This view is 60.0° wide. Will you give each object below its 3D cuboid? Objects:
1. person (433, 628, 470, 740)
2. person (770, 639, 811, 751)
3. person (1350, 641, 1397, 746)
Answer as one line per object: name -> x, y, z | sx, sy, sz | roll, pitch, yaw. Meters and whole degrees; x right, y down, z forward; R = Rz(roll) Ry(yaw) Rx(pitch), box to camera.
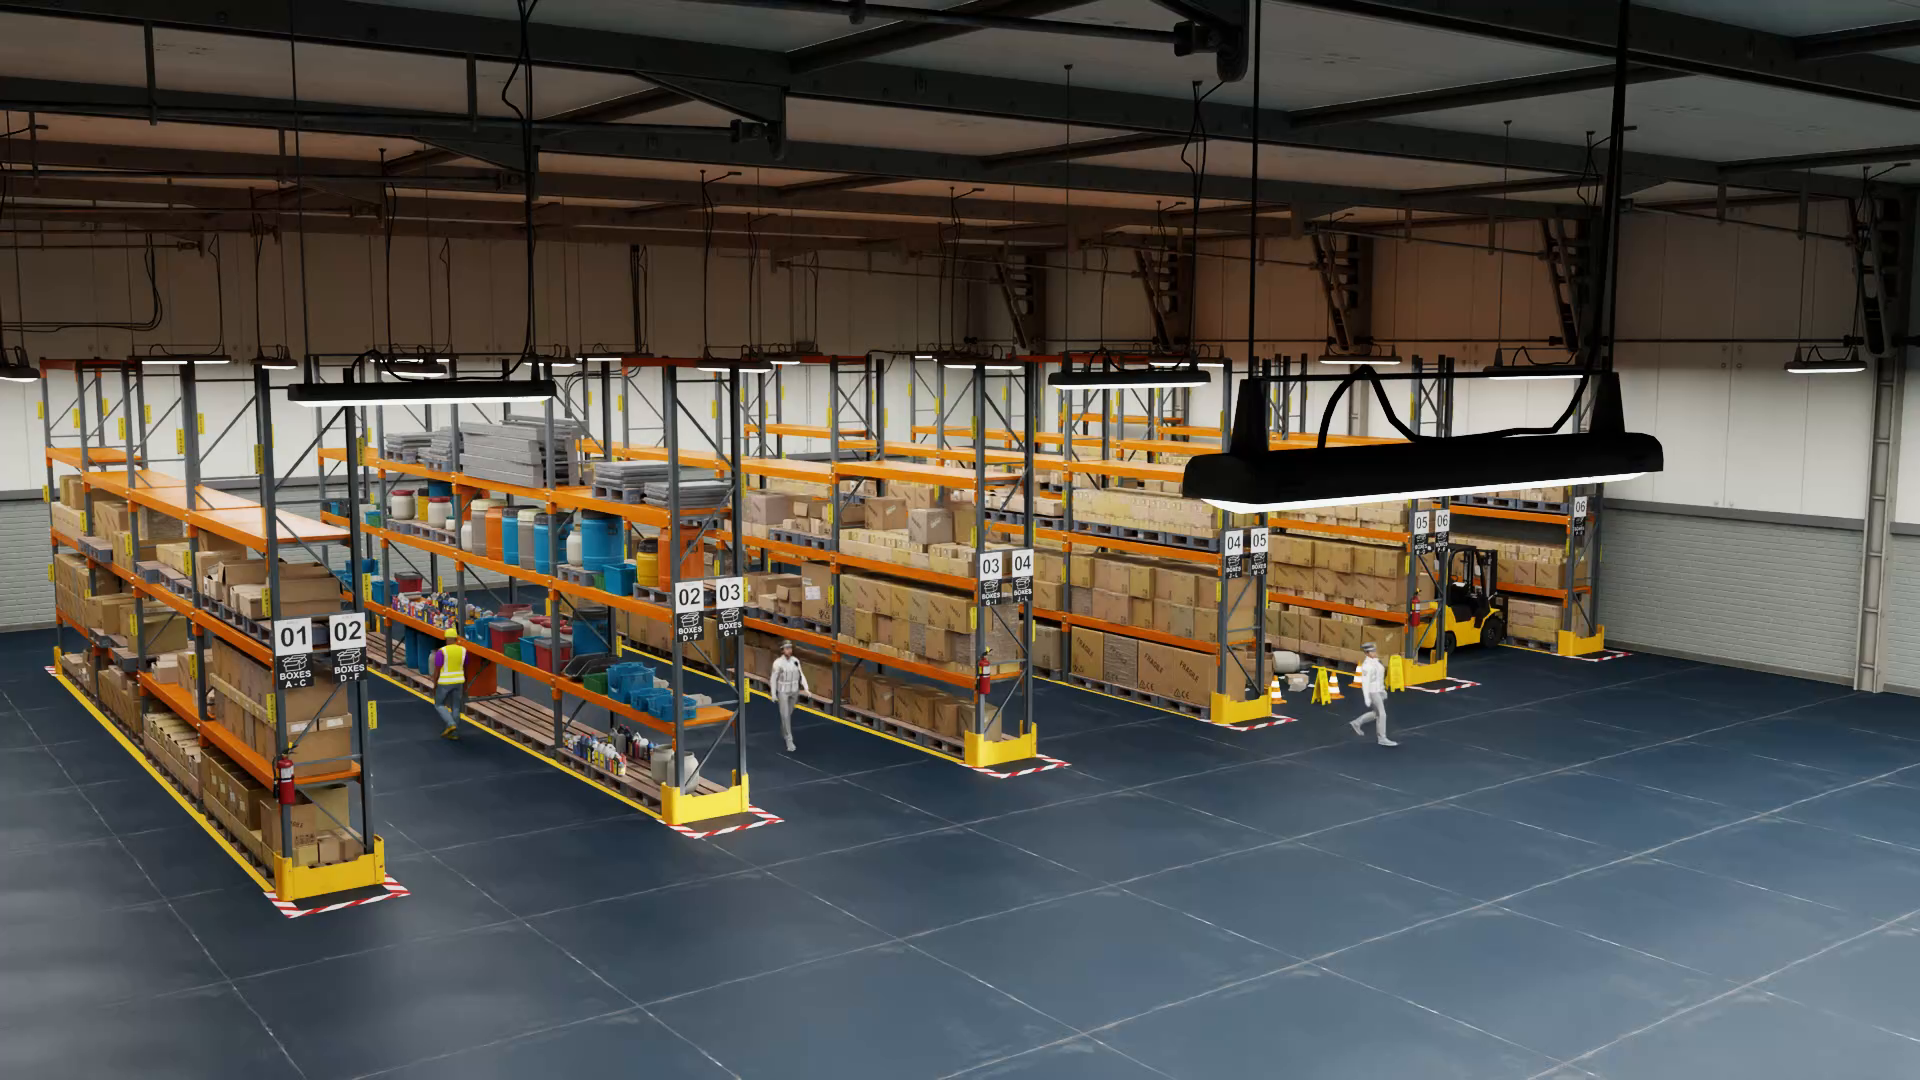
person -> -8.059, 2.286, 26.378 | 0.613, 1.760, 0.516 | -6, 9, -41
person -> -2.657, 2.374, 26.006 | 0.575, 1.654, 0.953 | -3, 8, -26
person -> 6.481, 2.388, 26.020 | 0.746, 1.643, 0.491 | 3, 8, 27
